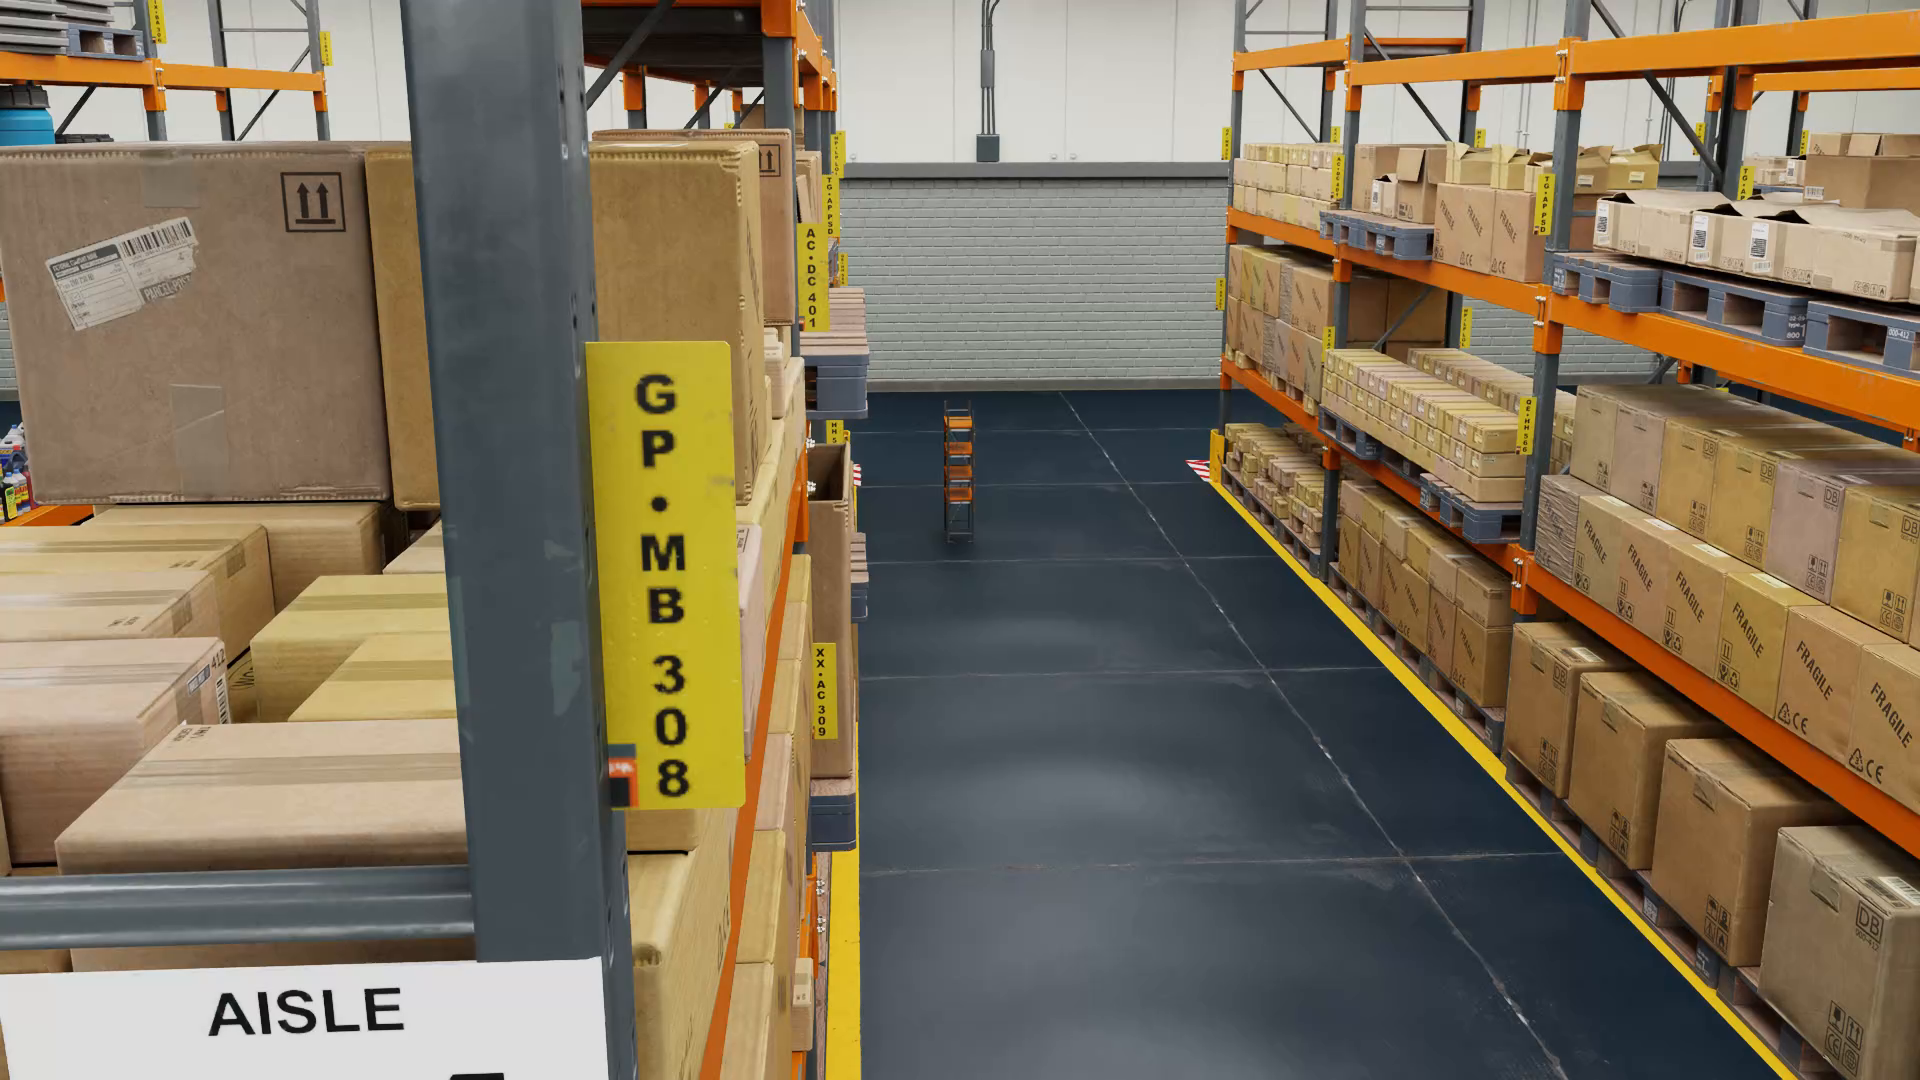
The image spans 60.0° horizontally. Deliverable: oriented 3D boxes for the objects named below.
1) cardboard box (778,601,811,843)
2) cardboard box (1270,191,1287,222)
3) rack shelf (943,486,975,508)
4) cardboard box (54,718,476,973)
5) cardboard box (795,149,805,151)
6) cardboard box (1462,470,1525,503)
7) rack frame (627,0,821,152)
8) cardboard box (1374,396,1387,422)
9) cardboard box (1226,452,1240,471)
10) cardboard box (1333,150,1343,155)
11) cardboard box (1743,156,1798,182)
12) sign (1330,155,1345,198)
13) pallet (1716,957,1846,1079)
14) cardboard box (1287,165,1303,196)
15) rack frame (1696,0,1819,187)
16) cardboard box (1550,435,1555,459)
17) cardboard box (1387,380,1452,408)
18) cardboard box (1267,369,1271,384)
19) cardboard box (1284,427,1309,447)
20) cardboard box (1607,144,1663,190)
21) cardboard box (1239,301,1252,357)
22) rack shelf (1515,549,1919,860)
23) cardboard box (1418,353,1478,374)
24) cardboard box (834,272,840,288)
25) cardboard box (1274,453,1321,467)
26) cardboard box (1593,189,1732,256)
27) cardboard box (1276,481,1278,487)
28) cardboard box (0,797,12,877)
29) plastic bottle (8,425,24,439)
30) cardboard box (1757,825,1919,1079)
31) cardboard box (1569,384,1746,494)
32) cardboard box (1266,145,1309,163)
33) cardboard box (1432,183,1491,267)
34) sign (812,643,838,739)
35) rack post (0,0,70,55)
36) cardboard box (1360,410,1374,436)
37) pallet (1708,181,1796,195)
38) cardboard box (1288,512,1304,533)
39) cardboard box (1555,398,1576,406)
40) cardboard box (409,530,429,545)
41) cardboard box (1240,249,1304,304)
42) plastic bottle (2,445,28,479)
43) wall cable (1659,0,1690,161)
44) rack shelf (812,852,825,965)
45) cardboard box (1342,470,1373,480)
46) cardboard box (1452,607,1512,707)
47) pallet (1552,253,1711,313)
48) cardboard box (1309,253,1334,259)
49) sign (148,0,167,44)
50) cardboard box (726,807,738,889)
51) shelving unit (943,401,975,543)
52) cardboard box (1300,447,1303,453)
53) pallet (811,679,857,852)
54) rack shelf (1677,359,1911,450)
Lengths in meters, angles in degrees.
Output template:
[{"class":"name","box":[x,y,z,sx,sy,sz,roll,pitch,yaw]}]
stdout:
[{"class":"cardboard box","box":[-0.654,0.474,4.360,0.500,0.500,0.500,-1,14,-3]},{"class":"cardboard box","box":[3.091,-2.994,14.925,0.500,0.250,0.500,-1,14,-4]},{"class":"rack shelf","box":[-0.010,-0.365,15.103,0.258,0.148,0.480,-1,14,-3]},{"class":"cardboard box","box":[-0.528,0.268,1.445,0.380,0.149,0.250,-1,14,-4]},{"class":"cardboard box","box":[-1.385,-2.290,10.837,0.797,0.503,0.637,-1,14,-4]},{"class":"cardboard box","box":[3.230,-0.325,9.930,0.380,0.149,0.250,-1,14,-3]},{"class":"rack frame","box":[-1.237,-2.981,8.555,1.000,3.000,0.127,-1,14,-3]},{"class":"cardboard box","box":[3.124,-0.917,11.634,0.380,0.149,0.250,-1,14,-4]},{"class":"cardboard box","box":[2.937,-0.805,17.012,0.380,0.149,0.250,-1,14,-2]},{"class":"cardboard box","box":[3.179,-3.011,13.188,0.380,0.149,0.250,-2,15,-6]},{"class":"cardboard box","box":[8.276,-3.740,16.780,0.500,0.250,0.500,-2,15,-9]},{"class":"sign","box":[2.931,-2.815,12.890,0.100,0.325,0.005,-1,14,-3]},{"class":"pallet","box":[3.845,2.027,6.725,1.003,0.211,1.213,-1,14,-3]},{"class":"cardboard box","box":[3.132,-3.115,14.389,0.500,0.250,0.500,0,14,-1]},{"class":"rack frame","box":[8.158,-5.124,16.882,1.000,3.000,0.127,-1,14,-3]},{"class":"cardboard box","box":[3.852,-0.610,10.443,0.380,0.149,0.250,-1,14,-5]},{"class":"cardboard box","box":[3.139,-0.999,11.355,0.380,0.149,0.250,0,14,-2]},{"class":"cardboard box","box":[3.065,-1.523,15.429,0.380,0.149,0.250,0,14,-1]},{"class":"cardboard box","box":[3.468,-1.037,16.721,0.380,0.149,0.250,-1,14,-2]},{"class":"cardboard box","box":[3.938,-2.232,9.927,0.396,0.266,0.258,-1,14,-3]},{"class":"cardboard box","box":[3.035,-2.061,16.219,0.500,0.500,0.500,-1,14,-3]},{"class":"rack shelf","box":[3.844,0.718,7.659,1.077,0.370,4.000,-1,14,-3]},{"class":"cardboard box","box":[3.709,-1.329,12.637,0.380,0.149,0.250,-1,14,-5]},{"class":"cardboard box","box":[-1.440,-2.383,16.468,0.500,0.500,0.500,-1,14,-3]},{"class":"cardboard box","box":[3.130,-0.704,15.429,0.380,0.149,0.250,-1,14,-3]},{"class":"cardboard box","box":[3.545,-1.605,8.362,0.500,0.311,0.500,-1,14,-3]},{"class":"cardboard box","box":[3.148,-0.557,15.453,0.380,0.149,0.250,0,14,-1]},{"class":"cardboard box","box":[-1.070,0.276,1.414,0.380,0.149,0.250,-1,14,-3]},{"class":"plastic bottle","box":[-6.777,-0.691,11.950,0.097,0.271,0.097,0,14,0]},{"class":"cardboard box","box":[3.839,1.600,6.458,1.050,0.750,0.750,-1,14,-4]},{"class":"cardboard box","box":[3.738,-0.548,8.931,0.700,0.500,0.500,-1,14,-4]},{"class":"cardboard box","box":[3.016,-3.526,15.189,0.380,0.149,0.250,0,14,-2]},{"class":"cardboard box","box":[3.360,-2.015,10.619,0.500,0.500,0.500,-1,14,-3]},{"class":"sign","box":[-0.448,0.489,5.368,0.100,0.325,0.005,-1,14,-3]},{"class":"rack post","box":[-6.176,-3.156,10.237,0.937,0.300,0.954,1,14,3]},{"class":"cardboard box","box":[3.103,-0.842,11.941,0.380,0.149,0.250,-2,15,-6]},{"class":"pallet","box":[8.215,-3.444,16.551,1.003,0.211,1.213,-1,14,-3]},{"class":"cardboard box","box":[3.094,-0.168,14.538,0.380,0.149,0.250,-1,14,-5]},{"class":"cardboard box","box":[3.839,-0.809,10.618,0.380,0.149,0.250,-1,15,-6]},{"class":"cardboard box","box":[-1.082,0.166,2.644,0.500,0.250,0.500,-1,14,-2]},{"class":"cardboard box","box":[3.025,-2.553,16.124,0.500,0.500,0.500,0,14,-2]},{"class":"plastic bottle","box":[-6.120,-0.437,10.805,0.144,0.351,0.185,-1,14,-3]},{"class":"wall cable","box":[11.058,-6.597,22.532,2.988,3.039,0.133,-1,14,-3]},{"class":"rack shelf","box":[-1.113,0.770,7.459,1.077,0.370,4.000,-1,14,-3]},{"class":"cardboard box","box":[3.596,-0.518,14.705,0.380,0.149,0.250,-1,14,-5]},{"class":"cardboard box","box":[3.418,0.720,10.382,0.500,0.500,0.500,-1,14,-4]},{"class":"pallet","box":[3.813,-1.329,8.533,1.213,0.211,1.003,0,14,-1]},{"class":"cardboard box","box":[3.573,-2.429,15.642,0.500,0.500,0.500,0,14,-1]},{"class":"sign","box":[-5.879,-3.807,12.181,0.100,0.325,0.005,-1,14,-3]},{"class":"cardboard box","box":[-0.551,0.281,2.194,0.500,0.250,0.500,-1,14,-5]},{"class":"shelving unit","box":[-0.010,-0.622,15.037,0.258,1.200,0.503,-1,14,-3]},{"class":"cardboard box","box":[3.576,-0.828,16.506,0.380,0.149,0.250,-1,15,-6]},{"class":"pallet","box":[-0.891,0.819,6.207,1.003,0.211,1.213,-1,14,-3]},{"class":"rack shelf","box":[8.282,-1.373,15.786,1.077,0.370,4.000,-1,14,-3]}]
